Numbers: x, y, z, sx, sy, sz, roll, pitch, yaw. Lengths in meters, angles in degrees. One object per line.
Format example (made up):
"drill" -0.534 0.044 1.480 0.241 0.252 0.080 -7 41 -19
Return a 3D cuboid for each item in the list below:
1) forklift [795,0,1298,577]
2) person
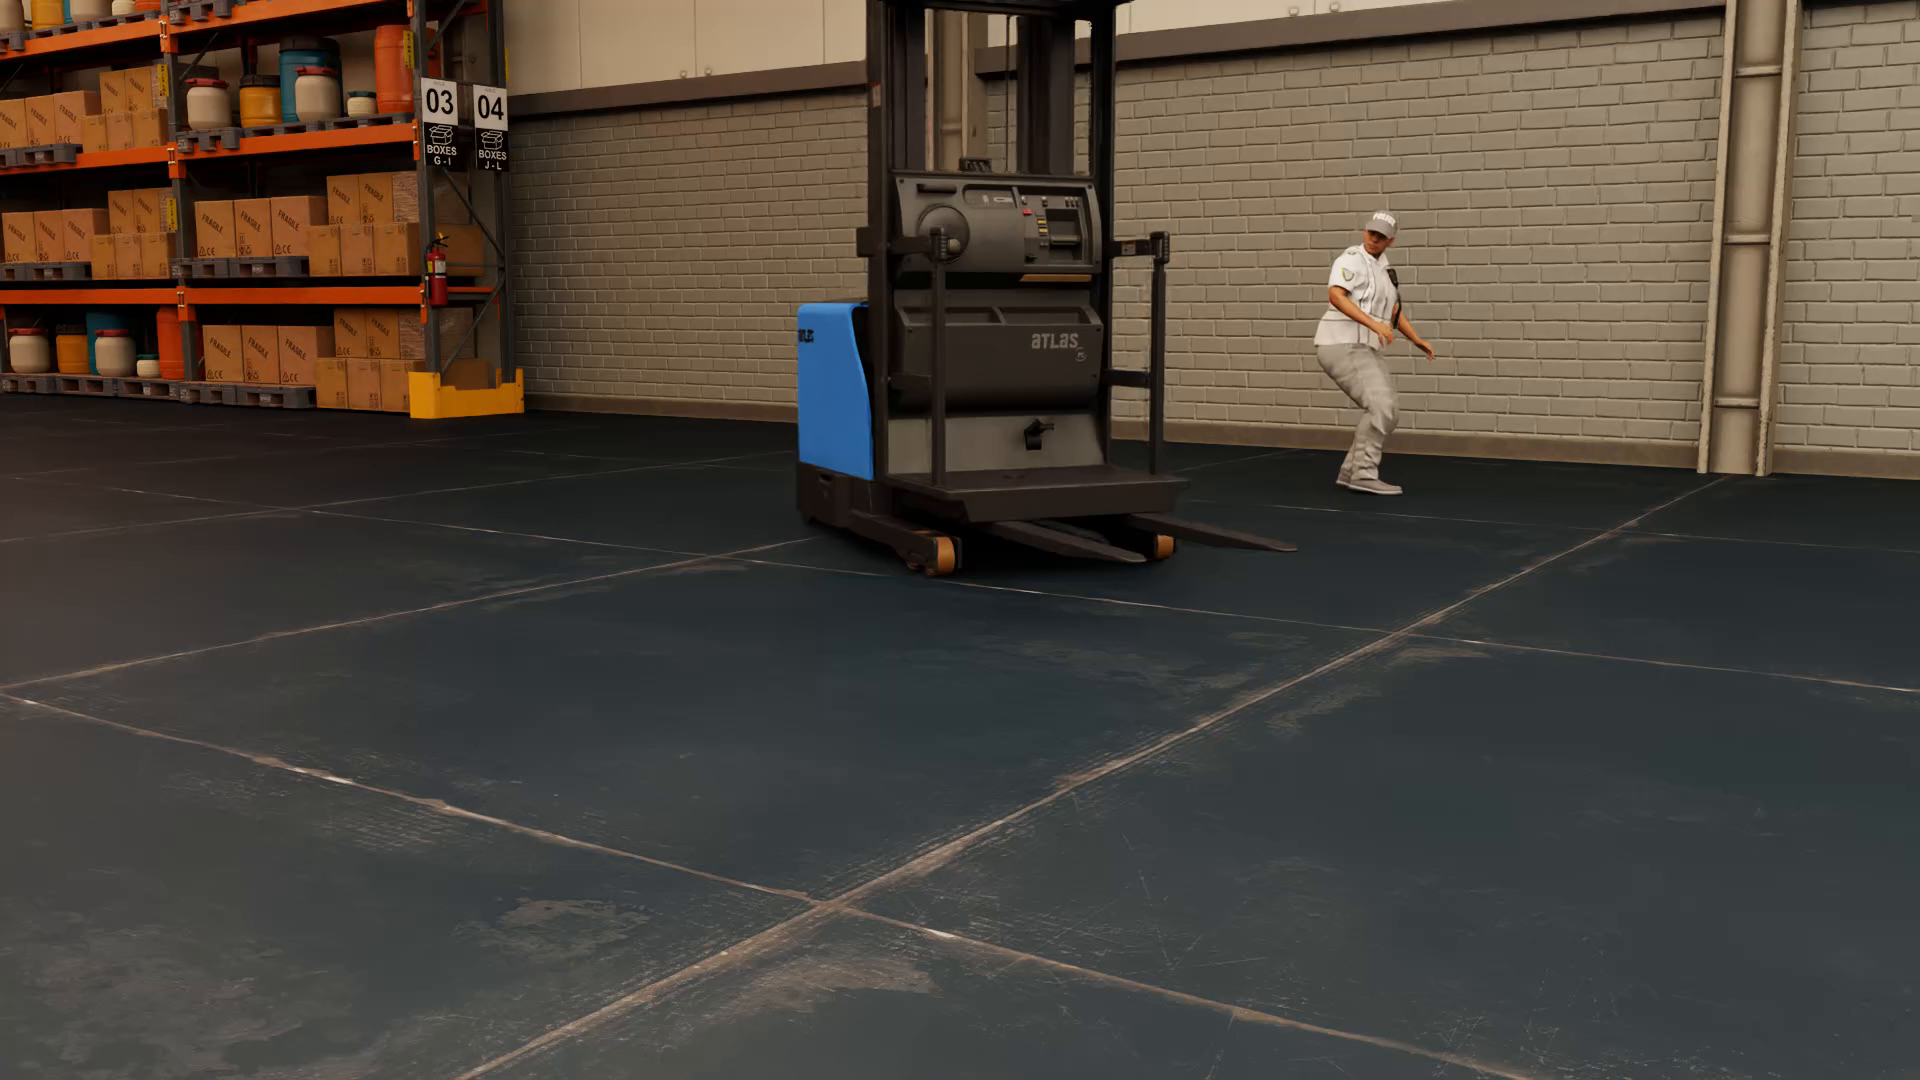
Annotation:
"forklift" 0.258 -1.373 6.847 1.130 2.935 3.031 -4 9 -24
"person" 2.344 -1.060 9.488 0.567 1.615 0.720 5 10 33
